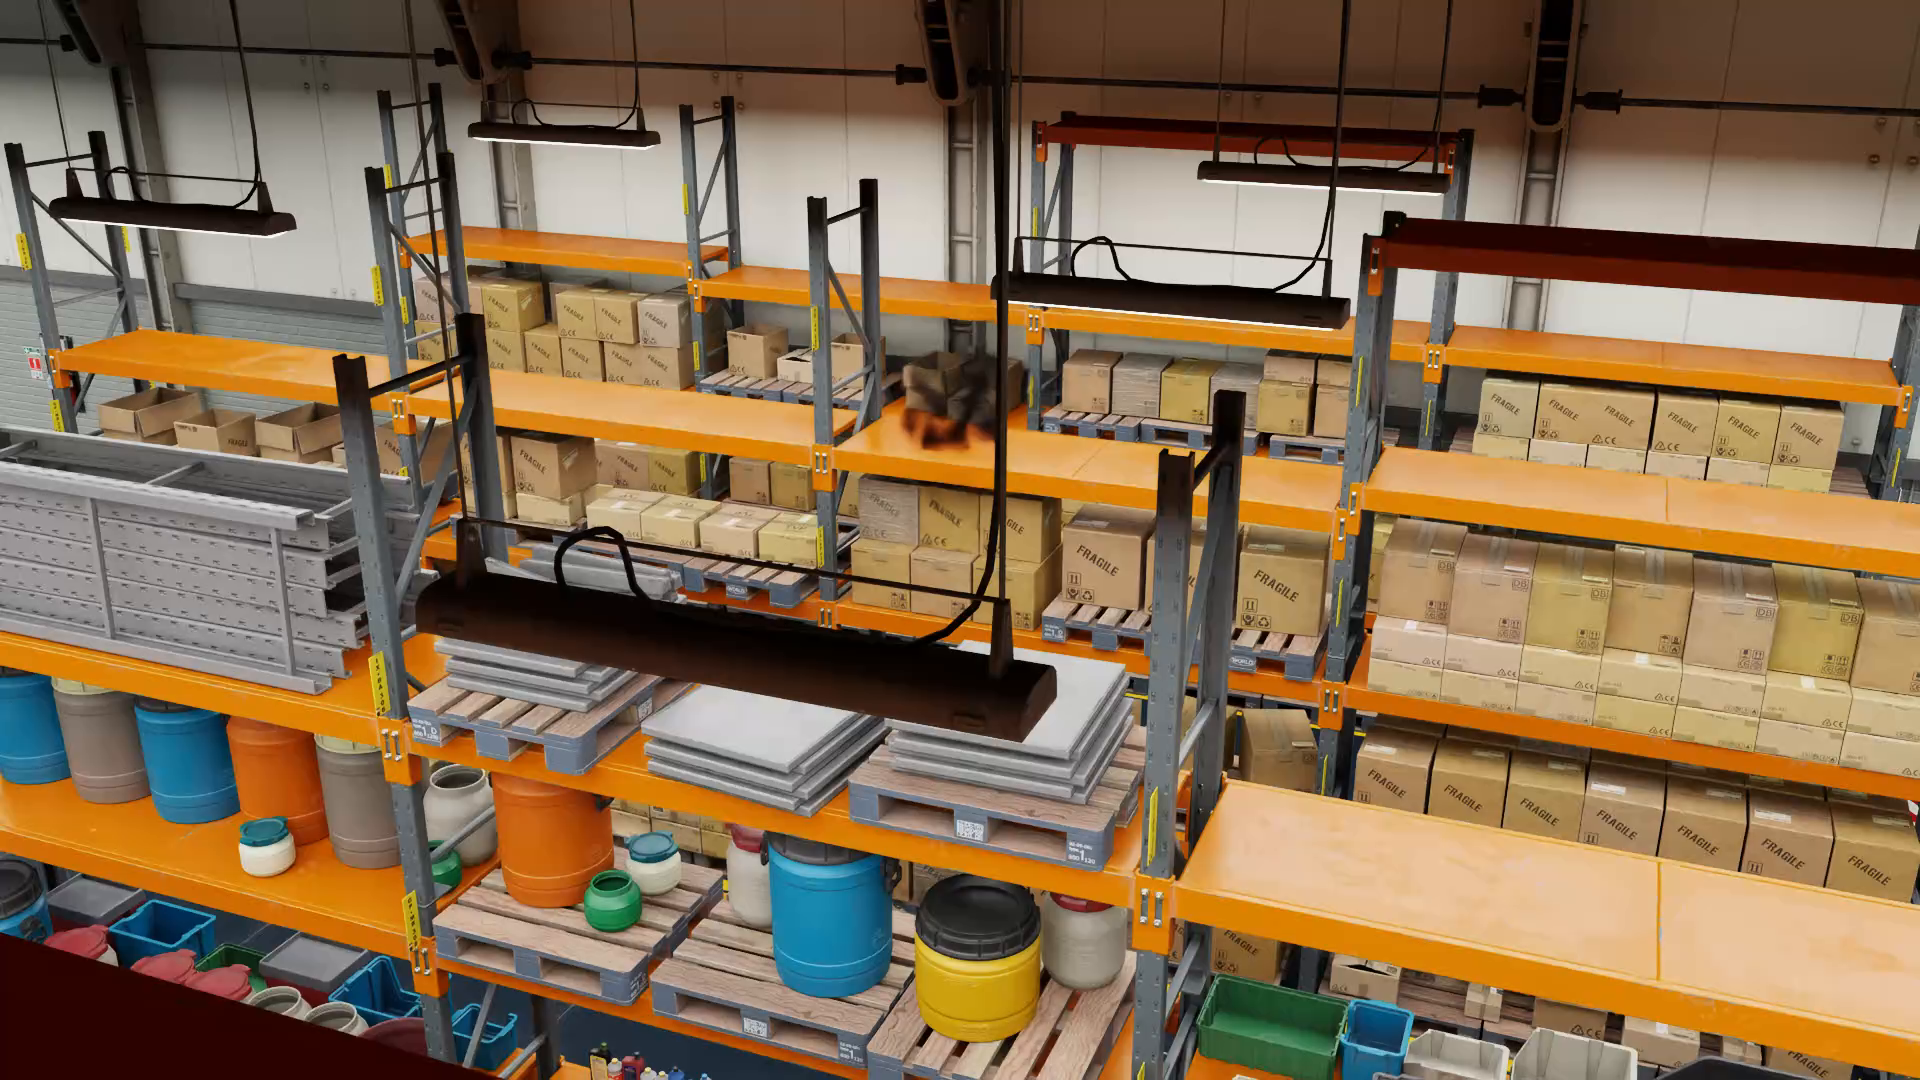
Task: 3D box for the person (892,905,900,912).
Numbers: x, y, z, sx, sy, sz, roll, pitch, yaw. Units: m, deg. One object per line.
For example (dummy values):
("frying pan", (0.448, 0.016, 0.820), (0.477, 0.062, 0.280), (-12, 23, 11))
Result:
("person", (-0.592, 3.156, 11.874), (0.733, 1.644, 0.513), (7, 22, 18))
